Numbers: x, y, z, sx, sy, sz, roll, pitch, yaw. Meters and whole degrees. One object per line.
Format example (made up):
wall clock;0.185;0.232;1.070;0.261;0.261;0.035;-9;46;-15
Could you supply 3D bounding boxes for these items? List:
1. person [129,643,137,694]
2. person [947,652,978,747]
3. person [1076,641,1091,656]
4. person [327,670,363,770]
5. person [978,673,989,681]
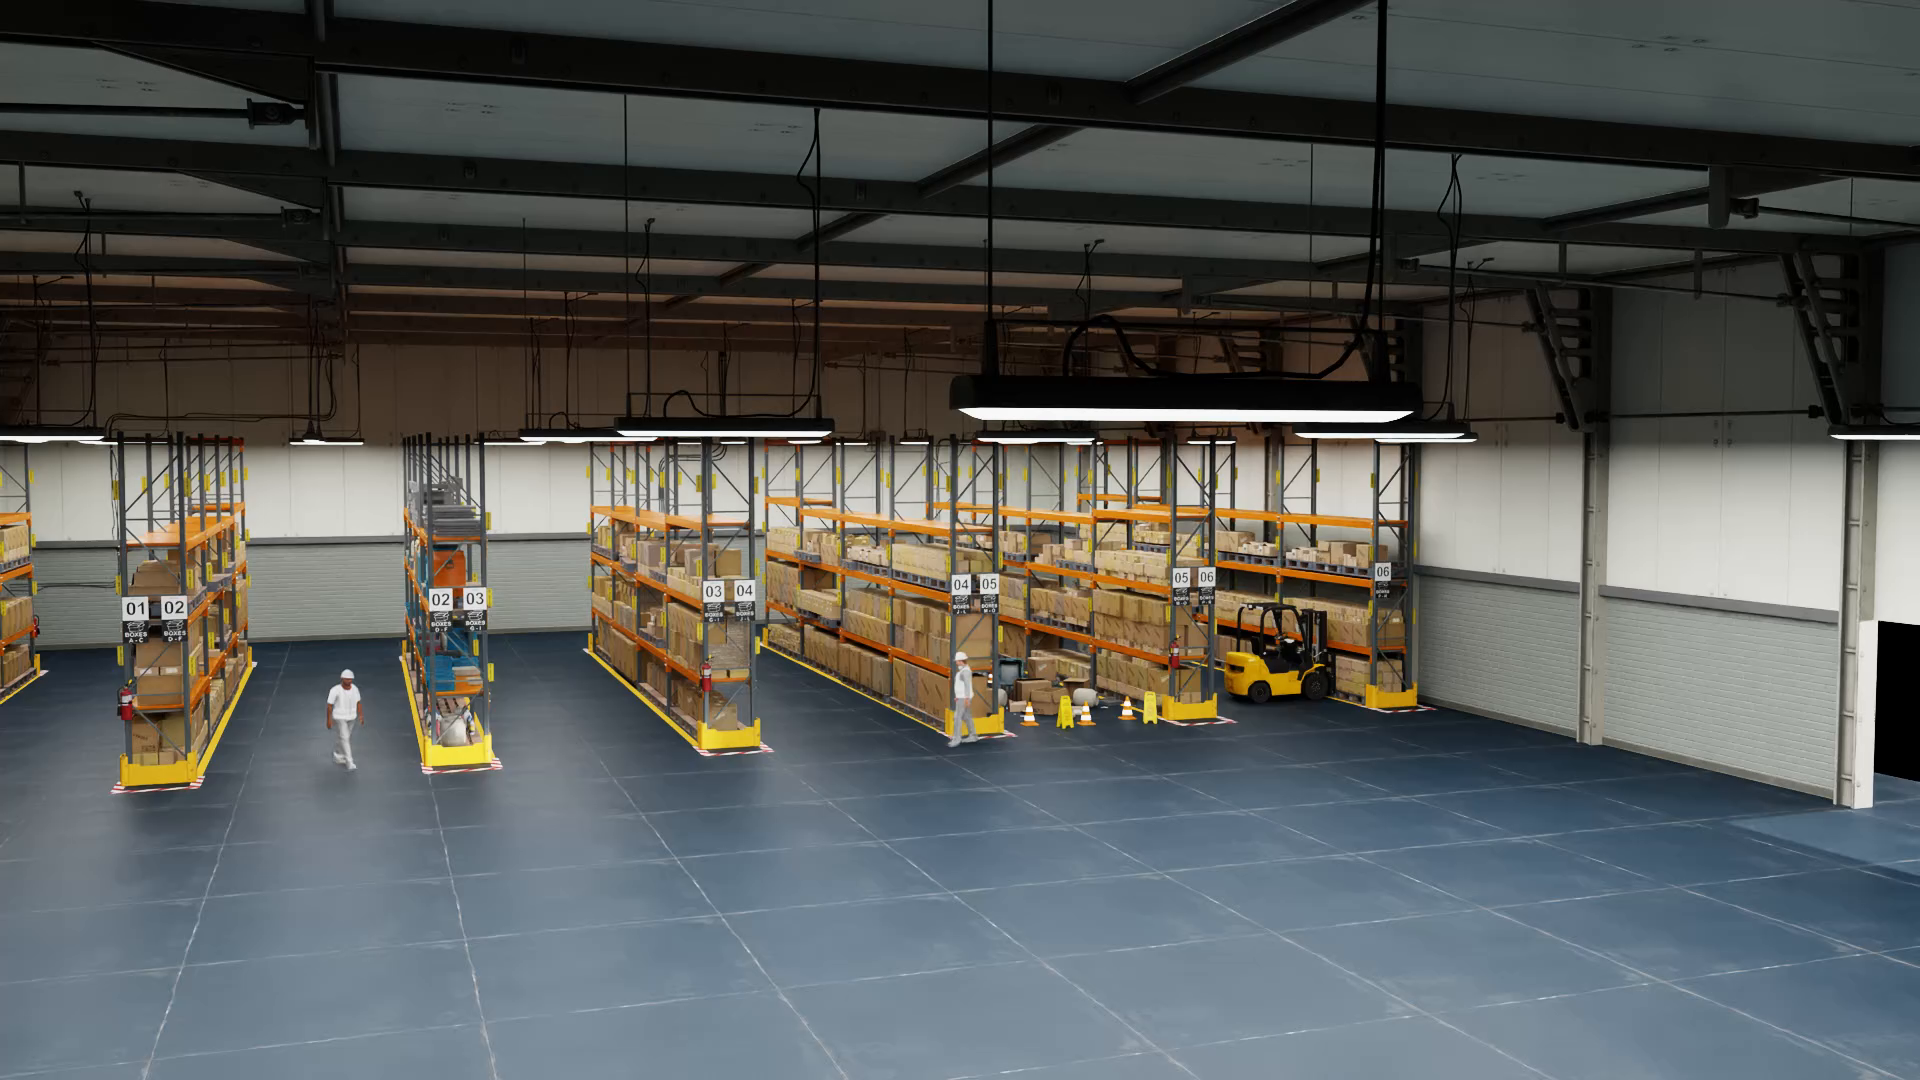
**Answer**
person;-19.208;2.768;38.982;0.624;1.609;0.638;-2;4;-31
person;0.050;3.062;32.160;0.611;1.782;0.634;0;3;1
person;3.409;2.408;44.912;0.553;1.785;0.599;-1;3;-25
person;-10.975;3.182;29.773;0.950;1.718;0.593;2;4;30
person;0.436;2.580;40.409;0.587;1.766;0.496;0;3;-8
